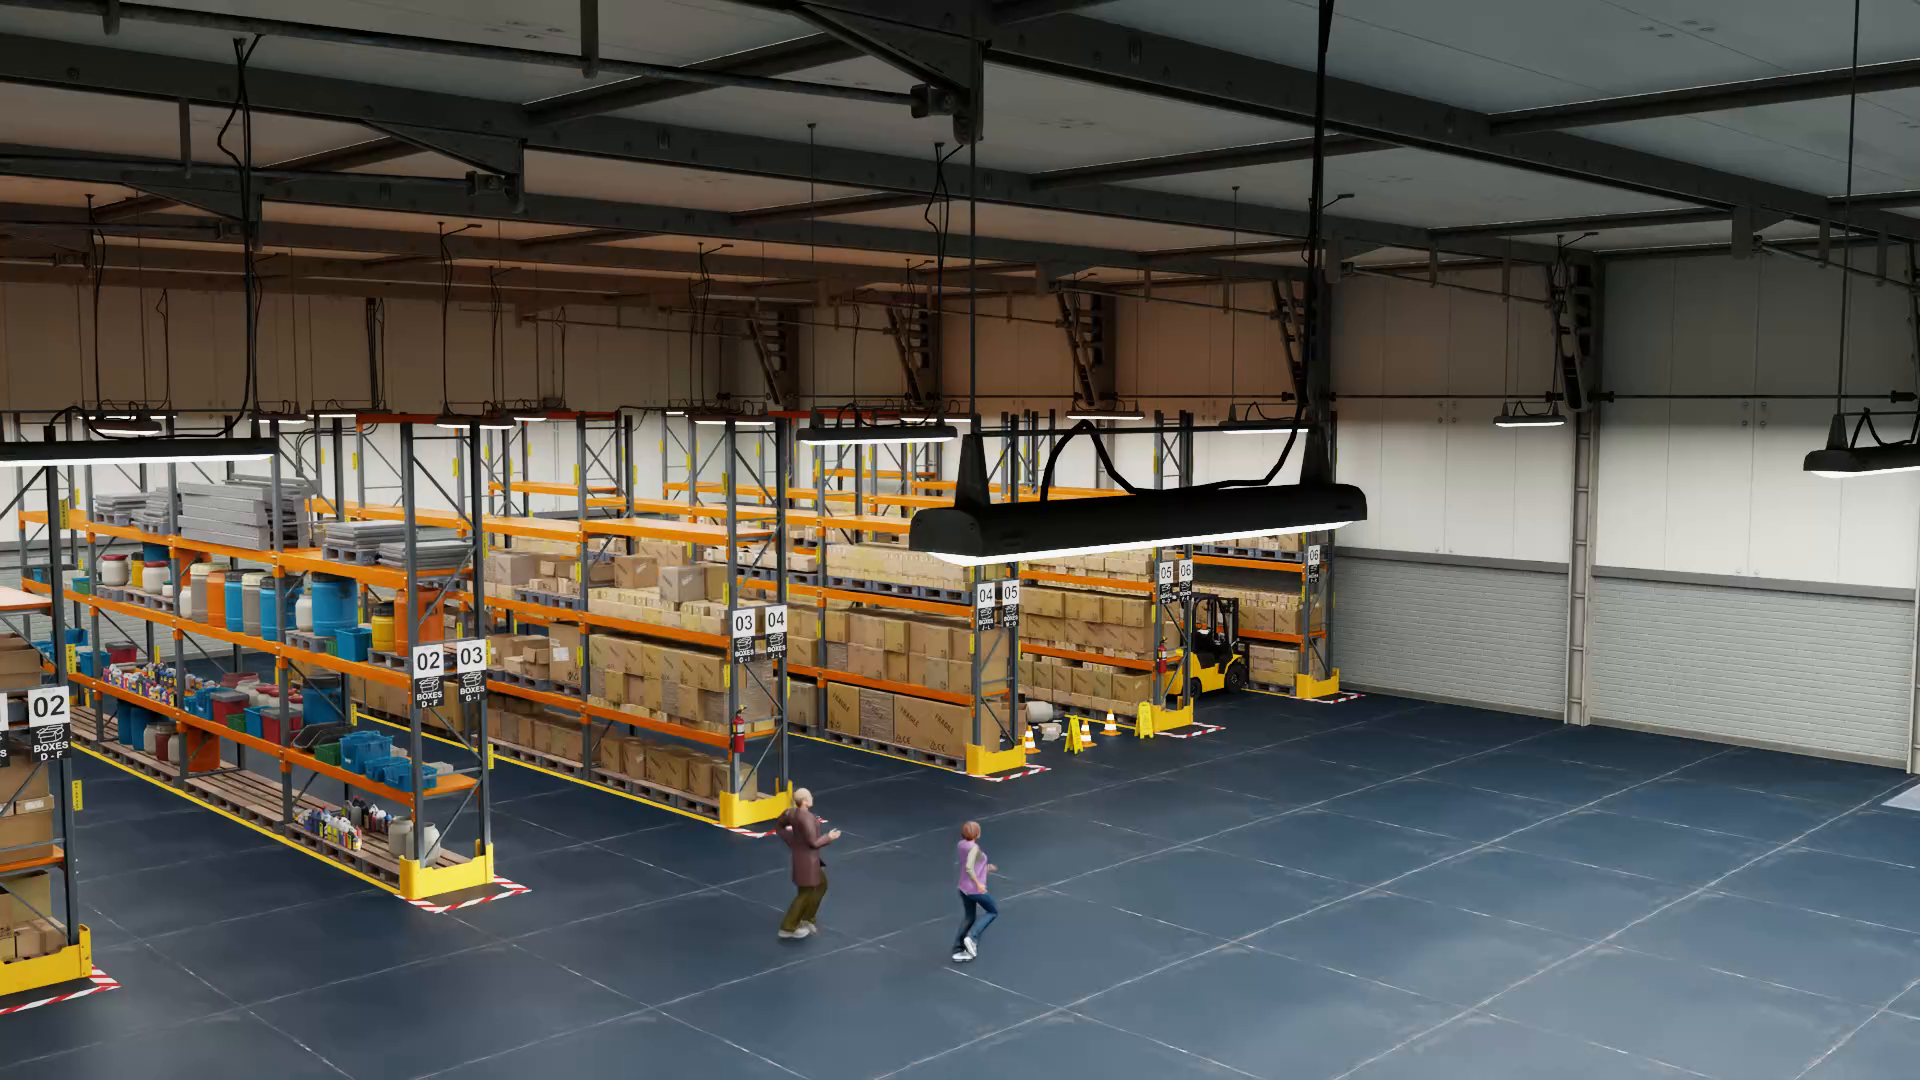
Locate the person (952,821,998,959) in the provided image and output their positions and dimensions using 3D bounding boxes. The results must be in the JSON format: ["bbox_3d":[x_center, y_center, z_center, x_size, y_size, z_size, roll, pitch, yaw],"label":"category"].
[{"bbox_3d":[0.178,3.919,18.644,0.596,1.562,0.515,-3,6,-32],"label":"person"}]

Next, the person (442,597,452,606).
[{"bbox_3d":[-12.091,2.099,38.592,0.747,1.798,0.791,1,5,11],"label":"person"}]

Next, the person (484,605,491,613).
[{"bbox_3d":[-11.418,2.024,40.514,0.774,1.648,0.671,-4,6,-36],"label":"person"}]

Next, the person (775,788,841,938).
[{"bbox_3d":[-1.768,3.774,19.357,0.754,1.814,0.688,-2,5,-20],"label":"person"}]
